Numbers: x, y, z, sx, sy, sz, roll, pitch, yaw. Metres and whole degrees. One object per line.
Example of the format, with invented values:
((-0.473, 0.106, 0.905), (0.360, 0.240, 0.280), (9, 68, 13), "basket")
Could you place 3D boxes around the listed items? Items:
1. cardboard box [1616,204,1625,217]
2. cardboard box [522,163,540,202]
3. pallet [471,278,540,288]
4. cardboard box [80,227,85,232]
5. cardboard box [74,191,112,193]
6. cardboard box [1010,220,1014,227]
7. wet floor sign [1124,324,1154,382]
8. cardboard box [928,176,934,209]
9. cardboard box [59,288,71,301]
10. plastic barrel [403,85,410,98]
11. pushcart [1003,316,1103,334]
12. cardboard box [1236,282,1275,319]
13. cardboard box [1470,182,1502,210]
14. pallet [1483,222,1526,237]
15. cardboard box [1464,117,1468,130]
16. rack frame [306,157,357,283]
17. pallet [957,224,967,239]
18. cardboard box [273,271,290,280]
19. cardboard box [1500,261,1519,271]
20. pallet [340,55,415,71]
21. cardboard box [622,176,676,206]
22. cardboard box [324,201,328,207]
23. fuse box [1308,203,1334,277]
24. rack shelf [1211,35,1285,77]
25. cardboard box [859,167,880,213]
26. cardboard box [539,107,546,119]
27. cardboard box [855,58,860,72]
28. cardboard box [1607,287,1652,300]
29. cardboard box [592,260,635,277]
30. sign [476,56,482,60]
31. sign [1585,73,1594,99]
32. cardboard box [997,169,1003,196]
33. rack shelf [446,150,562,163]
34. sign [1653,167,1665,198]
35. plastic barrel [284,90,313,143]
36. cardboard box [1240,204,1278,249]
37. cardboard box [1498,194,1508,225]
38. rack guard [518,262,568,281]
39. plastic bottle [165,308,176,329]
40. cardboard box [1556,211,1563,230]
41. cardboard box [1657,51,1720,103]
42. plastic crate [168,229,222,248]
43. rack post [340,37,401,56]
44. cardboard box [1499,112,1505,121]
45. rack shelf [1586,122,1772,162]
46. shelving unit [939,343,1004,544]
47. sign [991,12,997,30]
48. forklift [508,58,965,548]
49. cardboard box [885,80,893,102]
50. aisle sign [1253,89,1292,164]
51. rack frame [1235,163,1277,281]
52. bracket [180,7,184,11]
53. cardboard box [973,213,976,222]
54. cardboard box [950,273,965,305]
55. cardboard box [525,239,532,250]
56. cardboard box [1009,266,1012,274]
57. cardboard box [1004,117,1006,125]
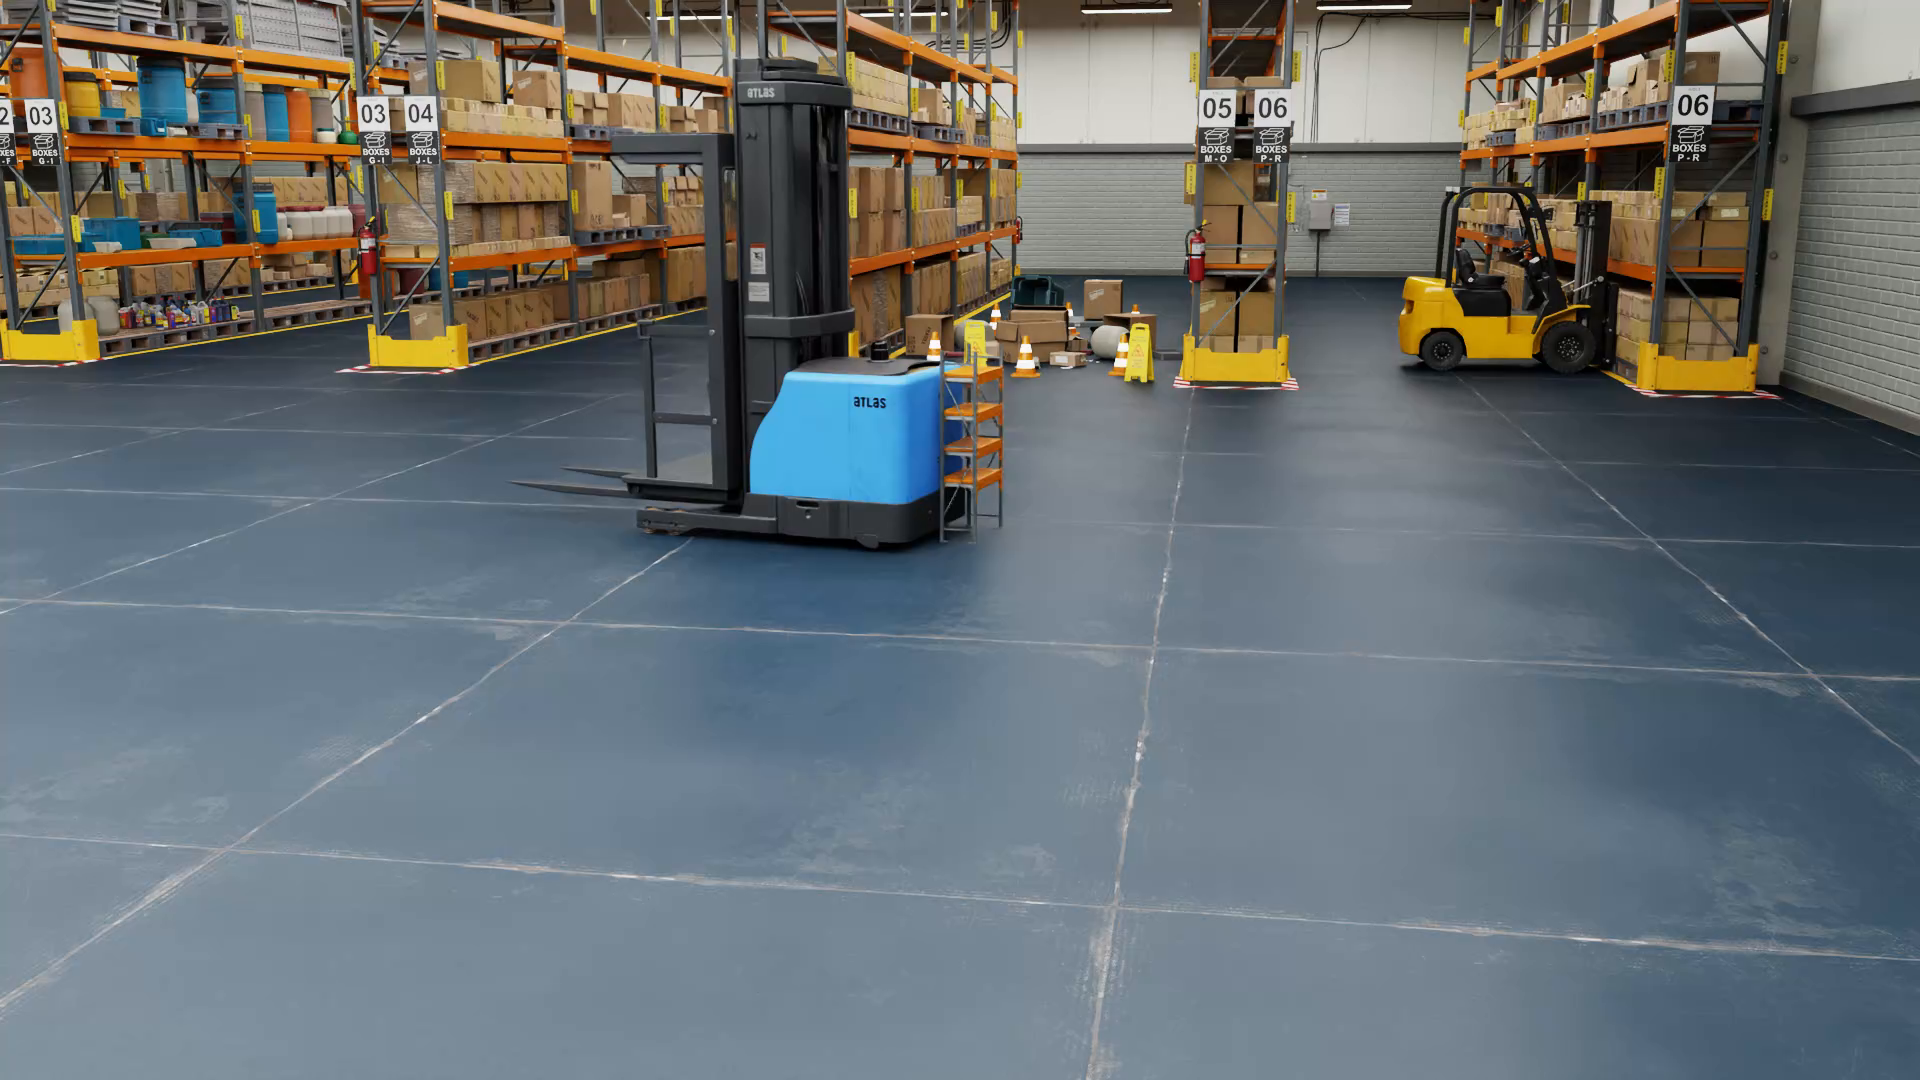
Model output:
((8.079, -3.943, 19.891), (0.380, 0.149, 0.250), (2, 12, 7), "cardboard box")
((-6.003, -4.809, 22.373), (0.500, 0.500, 0.500), (2, 12, 9), "cardboard box")
((-9.456, -5.309, 34.626), (1.003, 0.211, 1.213), (2, 12, 9), "pallet")
((-15.090, -5.272, 28.435), (0.380, 0.149, 0.250), (2, 12, 9), "cardboard box")
((-19.059, -7.305, 36.557), (0.980, 0.700, 0.700), (2, 12, 8), "cardboard box")
((0.908, -6.553, 34.379), (0.380, 0.149, 0.250), (2, 12, 9), "cardboard box")
((2.038, -2.127, 18.834), (0.267, 0.644, 0.232), (7, 14, 28), "wet floor sign")
((-0.783, -5.320, 25.450), (0.700, 0.500, 0.500), (2, 12, 8), "cardboard box")
((-15.221, -4.123, 28.035), (0.500, 0.250, 0.500), (2, 12, 10), "cardboard box")
((-9.827, -7.819, 30.349), (0.600, 0.901, 0.708), (2, 12, 9), "plastic barrel")
((1.480, -2.898, 23.043), (1.648, 0.377, 0.936), (-2, 12, -11), "pushcart")
((3.761, -3.000, 21.042), (0.500, 0.500, 0.500), (3, 12, 12), "cardboard box")
((9.925, -6.495, 31.379), (0.500, 0.500, 0.500), (2, 12, 10), "cardboard box")
((9.645, -5.365, 28.721), (1.003, 0.211, 1.213), (2, 12, 9), "pallet")
((10.175, -8.152, 32.545), (0.500, 0.250, 0.500), (2, 12, 8), "cardboard box")
((-13.994, -7.257, 37.046), (1.000, 3.000, 0.127), (2, 12, 9), "rack frame")
((-0.547, -5.146, 27.707), (1.213, 0.211, 1.003), (2, 12, 9), "pallet")
((-14.208, -5.515, 34.644), (0.380, 0.166, 0.250), (2, 12, 9), "cardboard box")
((9.563, -4.742, 28.772), (0.380, 0.149, 0.250), (1, 12, 6), "cardboard box")
((-10.189, -8.224, 28.692), (1.213, 0.211, 1.003), (2, 12, 9), "pallet")
((-5.308, -5.961, 28.413), (0.797, 0.503, 0.637), (2, 12, 11), "cardboard box")
((-13.871, -7.095, 36.060), (0.500, 0.500, 0.500), (2, 12, 9), "cardboard box")
((8.483, -7.060, 39.192), (0.539, 1.711, 0.414), (2, 12, 9), "fuse box")
((4.048, -6.918, 23.890), (1.077, 0.370, 4.000), (2, 12, 9), "rack shelf")
((-1.473, -4.329, 20.543), (0.875, 0.550, 0.550), (2, 12, 9), "cardboard box")
((-5.901, -5.840, 22.763), (0.380, 0.149, 0.250), (1, 12, 6), "cardboard box")
((-1.376, -5.521, 19.343), (0.380, 0.149, 0.250), (2, 12, 9), "cardboard box")
((8.019, -2.896, 19.969), (0.500, 0.250, 0.500), (2, 12, 8), "cardboard box")
((-5.582, -4.378, 26.798), (0.500, 0.250, 0.500), (3, 13, 15), "cardboard box")
((-9.172, -9.075, 31.739), (0.100, 0.325, 0.005), (2, 12, 9), "sign")
((8.108, -5.844, 21.398), (0.100, 0.325, 0.005), (2, 12, 9), "sign")
((0.547, -6.902, 32.083), (0.500, 0.500, 0.500), (2, 12, 10), "cardboard box")
((-9.408, -7.794, 34.126), (1.077, 0.370, 4.000), (2, 12, 9), "rack shelf")
((7.496, -3.825, 17.814), (0.100, 0.325, 0.005), (2, 12, 9), "sign")
((-10.772, -6.806, 26.817), (0.600, 0.830, 0.708), (2, 12, 9), "plastic barrel")
((3.548, -3.675, 19.483), (0.500, 0.500, 0.500), (2, 12, 10), "cardboard box")
((9.380, -5.511, 27.710), (0.700, 0.500, 0.500), (2, 12, 8), "cardboard box")
((-9.110, -5.879, 36.586), (1.175, 0.500, 0.348), (2, 12, 9), "rack guard")
((-10.922, -3.066, 23.003), (0.061, 0.283, 0.133), (2, 12, 10), "plastic bottle")
((8.625, -4.451, 23.196), (0.500, 0.250, 0.500), (2, 12, 10), "cardboard box")
((7.857, -4.993, 17.948), (0.500, 0.500, 0.500), (2, 12, 11), "cardboard box")
((-10.848, -4.286, 23.612), (0.499, 0.251, 0.616), (2, 12, 9), "plastic crate")
((-10.260, -8.478, 28.652), (0.954, 0.300, 0.937), (2, 12, 9), "rack post")
((9.331, -7.153, 28.099), (0.380, 0.149, 0.250), (2, 12, 8), "cardboard box")
((8.338, -4.654, 19.557), (1.077, 0.370, 4.000), (2, 12, 9), "rack shelf")
((0.076, -0.618, 10.512), (0.258, 1.200, 0.503), (4, 13, 20), "shelving unit")
((0.613, -9.371, 30.021), (0.100, 0.325, 0.005), (2, 12, 9), "sign")
((-1.538, -1.557, 10.762), (3.031, 2.935, 1.130), (5, 13, 21), "forklift")
((-1.145, -5.728, 21.247), (0.500, 0.250, 0.500), (2, 12, 8), "cardboard box")
((3.422, -4.531, 18.228), (0.394, 0.787, 0.004), (2, 12, 9), "aisle sign")
((3.740, -4.116, 22.472), (1.000, 3.000, 0.127), (2, 12, 9), "rack frame")
((-18.641, -13.144, 41.580), (0.076, 0.066, 3.189), (2, 12, 9), "bracket")
((0.080, -5.756, 29.681), (0.380, 0.149, 0.250), (1, 12, 6), "cardboard box")
((-0.191, -4.210, 27.846), (0.500, 0.500, 0.500), (1, 12, 6), "cardboard box")
((-6.036, -4.001, 22.536), (0.380, 0.149, 0.250), (2, 12, 9), "cardboard box")
((0.880, -5.591, 34.382), (0.380, 0.149, 0.250), (2, 12, 7), "cardboard box")
((0.690, -8.241, 32.717), (0.380, 0.149, 0.250), (2, 12, 10), "cardboard box")
